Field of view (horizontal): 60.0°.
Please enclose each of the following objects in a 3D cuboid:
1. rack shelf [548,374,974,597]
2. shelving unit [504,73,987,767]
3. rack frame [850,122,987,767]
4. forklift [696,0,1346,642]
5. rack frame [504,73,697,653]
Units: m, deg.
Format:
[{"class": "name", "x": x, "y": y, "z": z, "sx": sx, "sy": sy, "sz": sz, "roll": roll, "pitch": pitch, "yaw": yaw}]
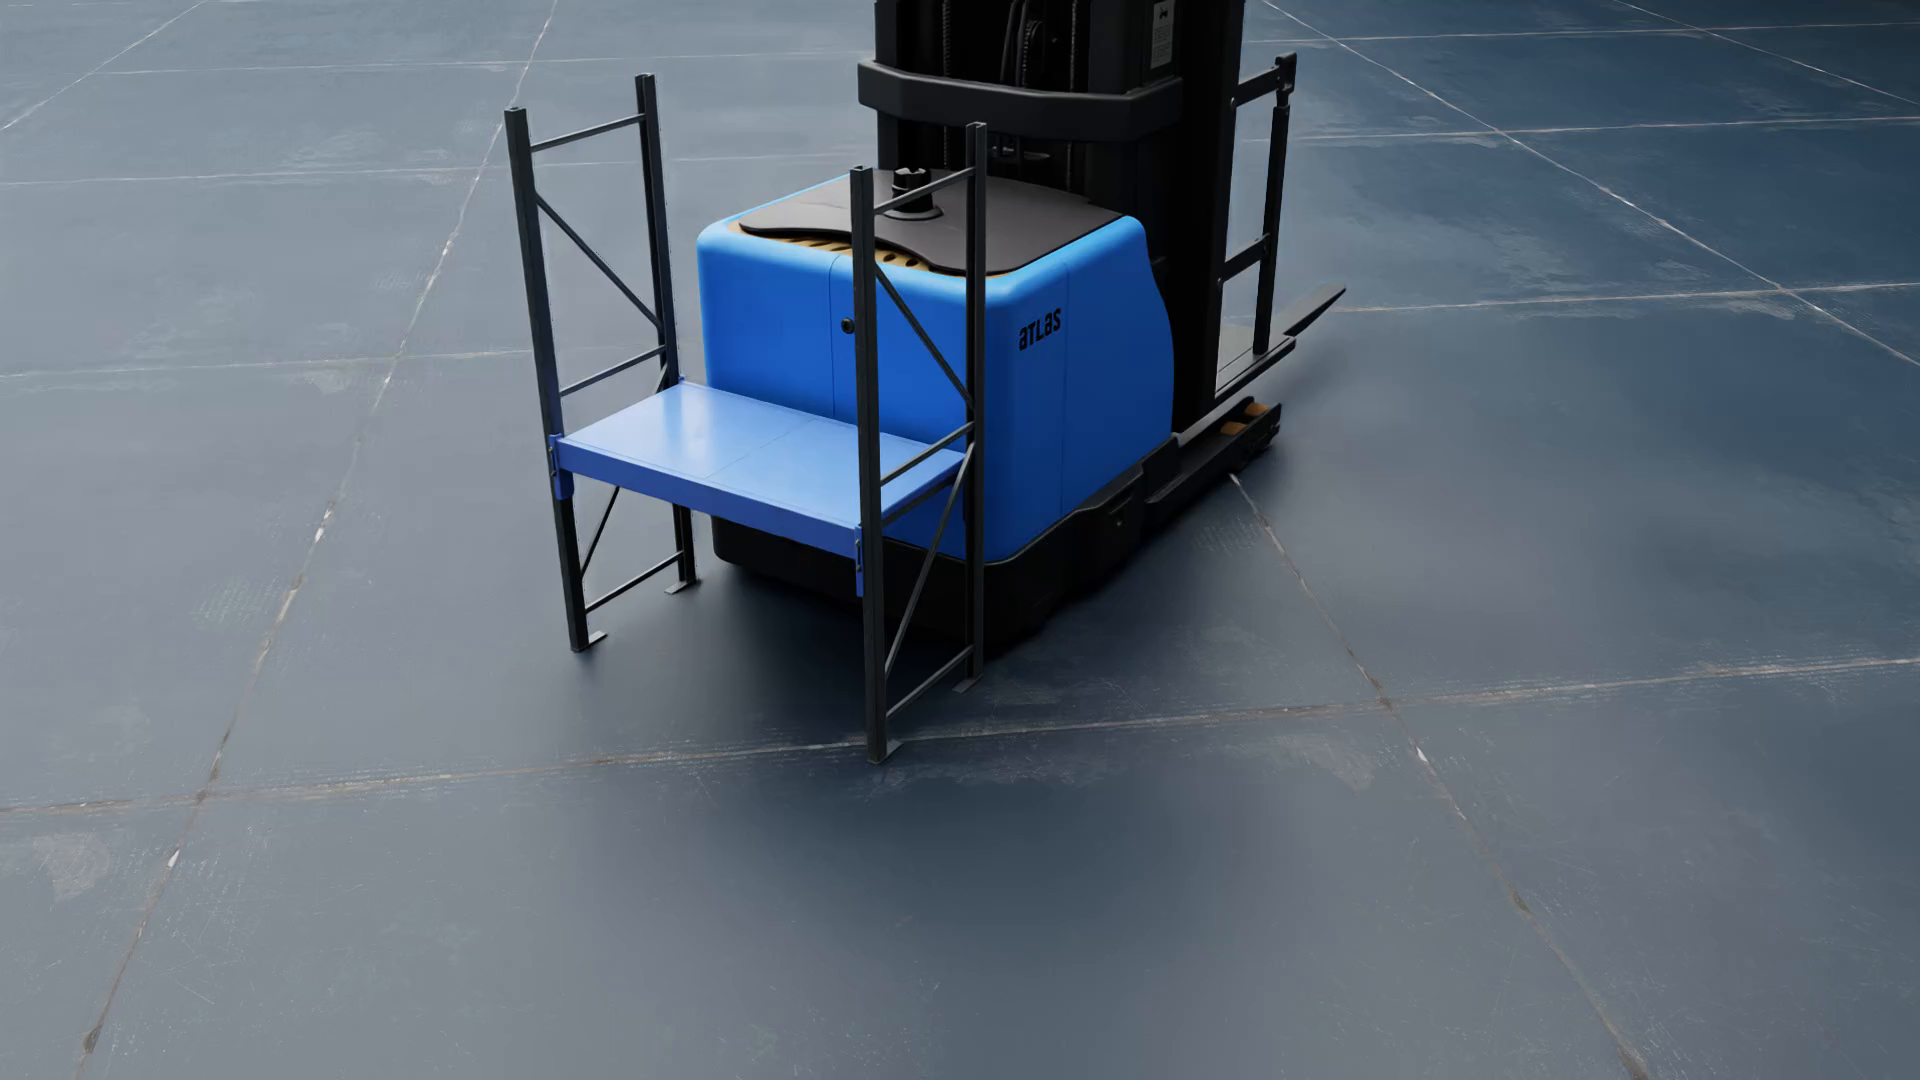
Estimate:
[{"class": "rack shelf", "x": -0.513, "y": -0.167, "z": 4.326, "sx": 1.000, "sy": 0.185, "sz": 0.538, "roll": 16, "pitch": 31, "yaw": 29}, {"class": "shelving unit", "x": -0.513, "y": -0.327, "z": 4.244, "sx": 1.048, "sy": 1.500, "sz": 0.538, "roll": 16, "pitch": 31, "yaw": 29}, {"class": "rack frame", "x": -0.084, "y": -0.202, "z": 4.000, "sx": 0.032, "sy": 1.500, "sz": 0.500, "roll": 16, "pitch": 31, "yaw": 29}, {"class": "forklift", "x": 0.476, "y": -1.651, "z": 5.258, "sx": 1.130, "sy": 2.935, "sz": 3.031, "roll": 16, "pitch": 31, "yaw": 29}, {"class": "rack frame", "x": -0.941, "y": -0.452, "z": 4.487, "sx": 0.032, "sy": 1.500, "sz": 0.500, "roll": 16, "pitch": 31, "yaw": 29}]
